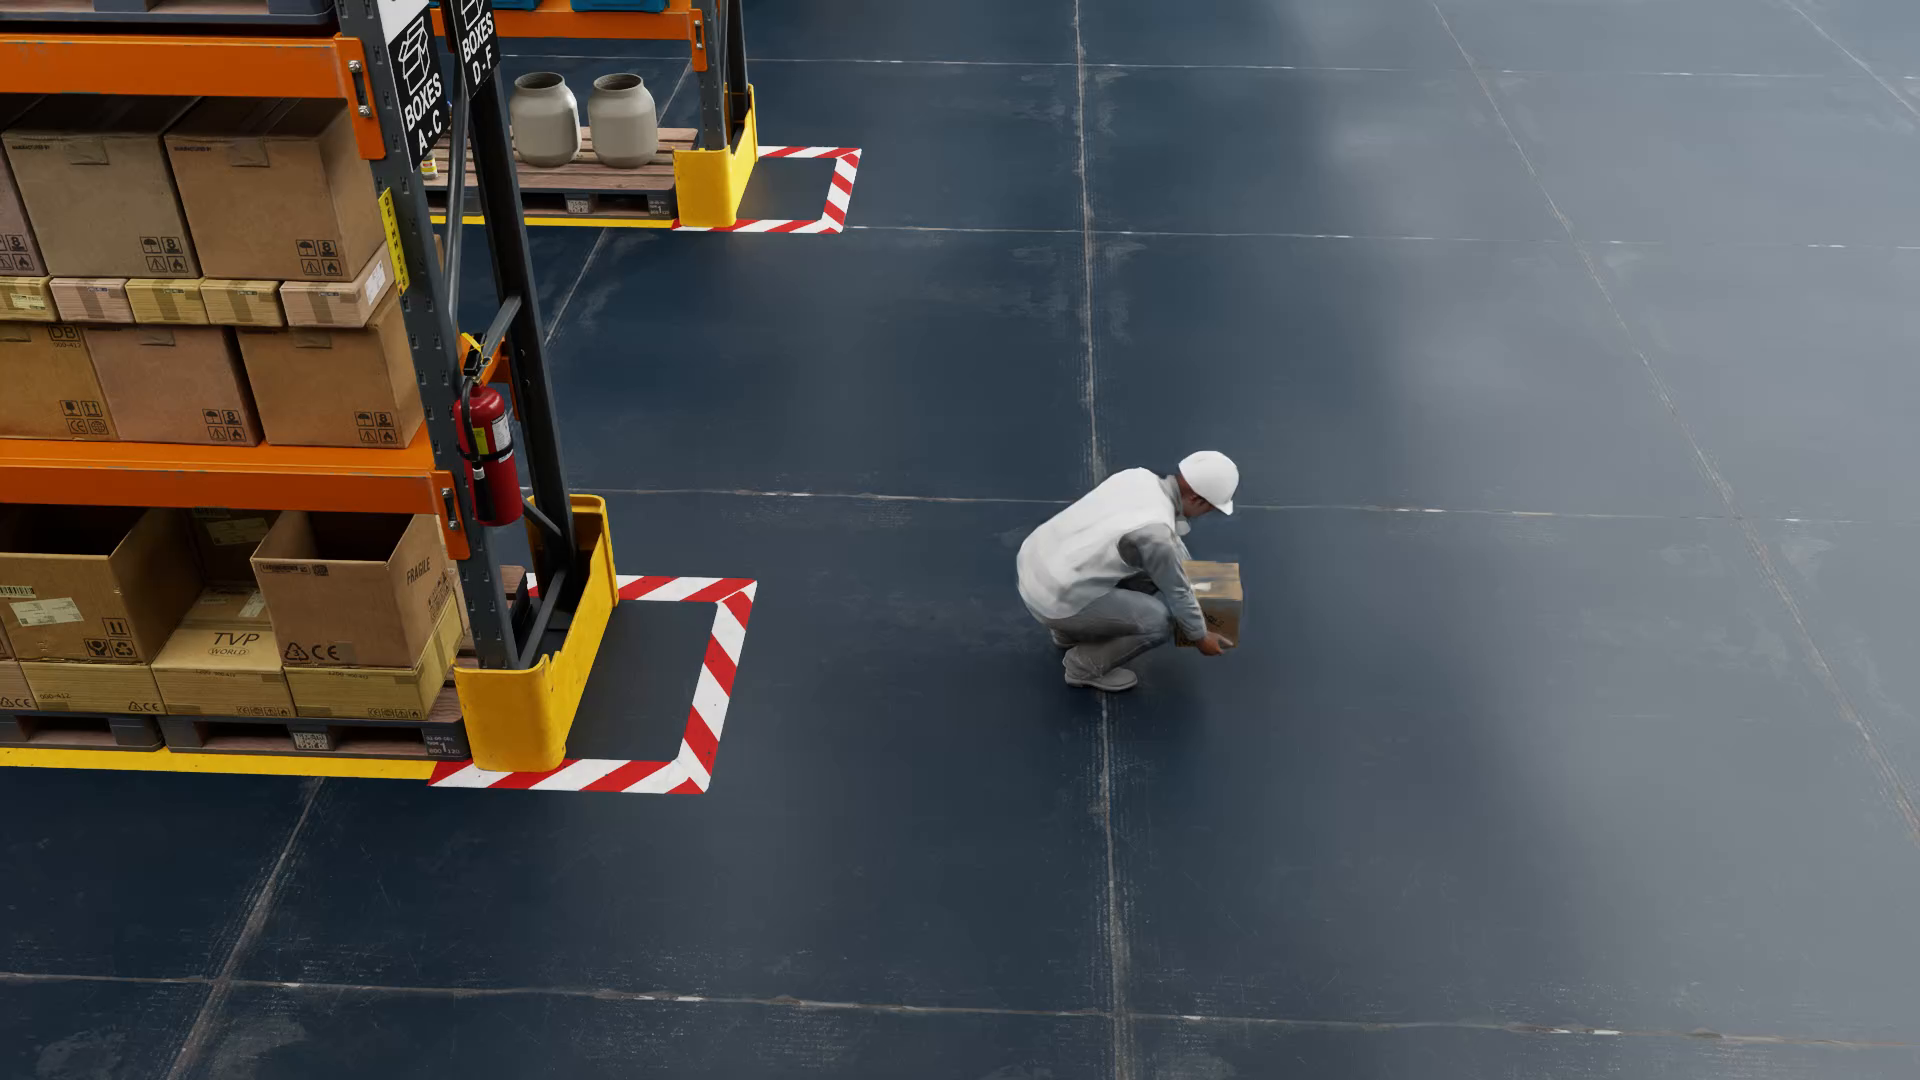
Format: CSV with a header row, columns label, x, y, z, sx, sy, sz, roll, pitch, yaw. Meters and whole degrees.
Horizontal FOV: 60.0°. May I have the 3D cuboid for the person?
label,x,y,z,sx,sy,sz,roll,pitch,yaw
person,0.665,0.100,6.650,0.875,1.013,0.511,1,35,1
